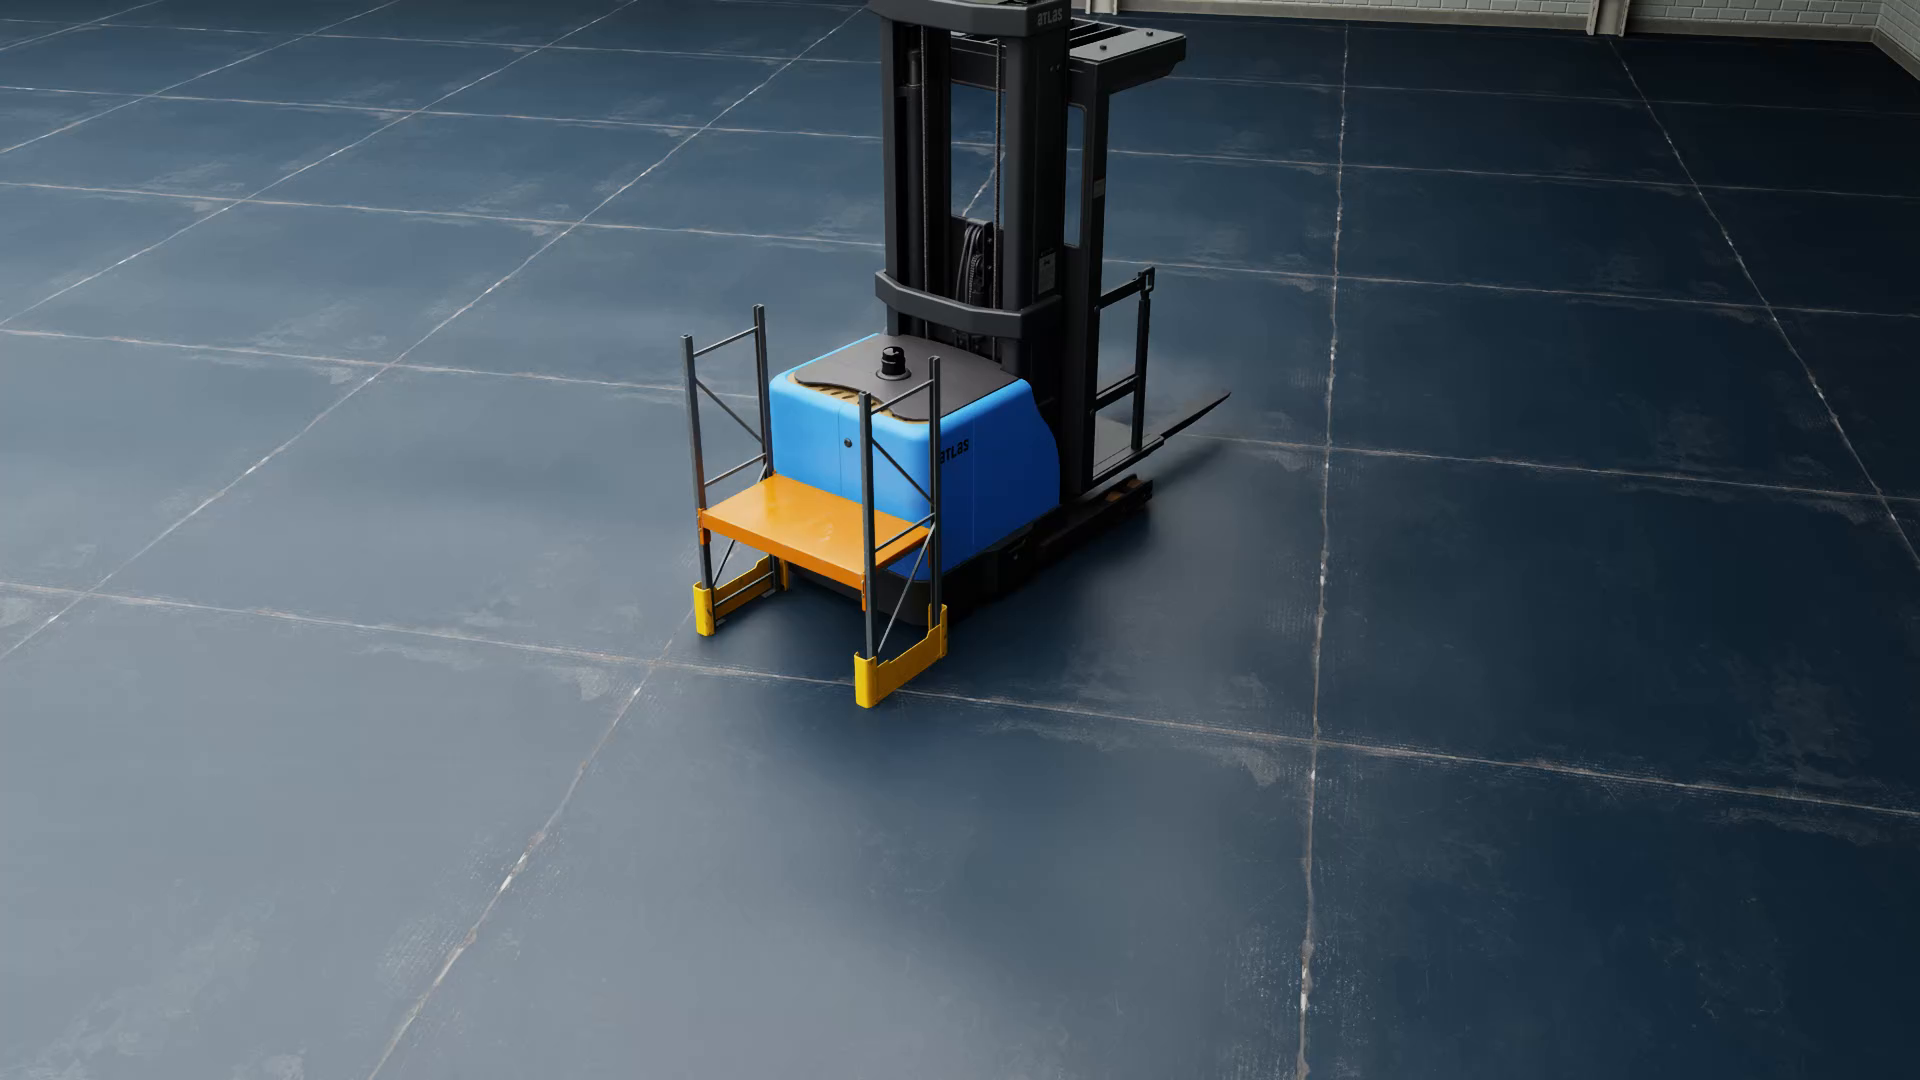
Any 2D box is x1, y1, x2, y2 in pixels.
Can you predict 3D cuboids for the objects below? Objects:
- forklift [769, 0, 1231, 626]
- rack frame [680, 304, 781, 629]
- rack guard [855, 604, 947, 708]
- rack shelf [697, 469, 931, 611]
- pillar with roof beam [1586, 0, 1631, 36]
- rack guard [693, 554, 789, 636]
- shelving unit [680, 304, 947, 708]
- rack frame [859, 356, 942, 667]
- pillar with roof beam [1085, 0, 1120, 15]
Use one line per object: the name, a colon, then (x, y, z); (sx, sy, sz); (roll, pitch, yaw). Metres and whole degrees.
forklift: (0.396, -1.516, 8.467); (1.130, 2.935, 3.031); (22, 35, 34)
rack frame: (-1.056, -0.321, 7.773); (0.032, 1.500, 0.500); (20, 35, 32)
rack guard: (-0.261, 0.517, 7.545); (0.087, 0.250, 0.587); (20, 35, 32)
rack shelf: (-0.651, -0.015, 7.590); (1.000, 0.185, 0.538); (20, 35, 32)
pillar with roof beam: (6.761, -7.952, 13.903); (0.400, 9.000, 9.100); (6, 29, 11)
rack guard: (-1.055, 0.228, 8.073); (0.087, 0.250, 0.587); (20, 35, 32)
shelving unit: (-0.658, -0.176, 7.508); (1.083, 1.500, 0.587); (20, 35, 32)
rack frame: (-0.246, -0.025, 7.234); (0.032, 1.500, 0.500); (20, 35, 32)
pillar with roof beam: (0.894, -8.553, 15.002); (0.400, 9.000, 9.100); (6, 29, 11)
